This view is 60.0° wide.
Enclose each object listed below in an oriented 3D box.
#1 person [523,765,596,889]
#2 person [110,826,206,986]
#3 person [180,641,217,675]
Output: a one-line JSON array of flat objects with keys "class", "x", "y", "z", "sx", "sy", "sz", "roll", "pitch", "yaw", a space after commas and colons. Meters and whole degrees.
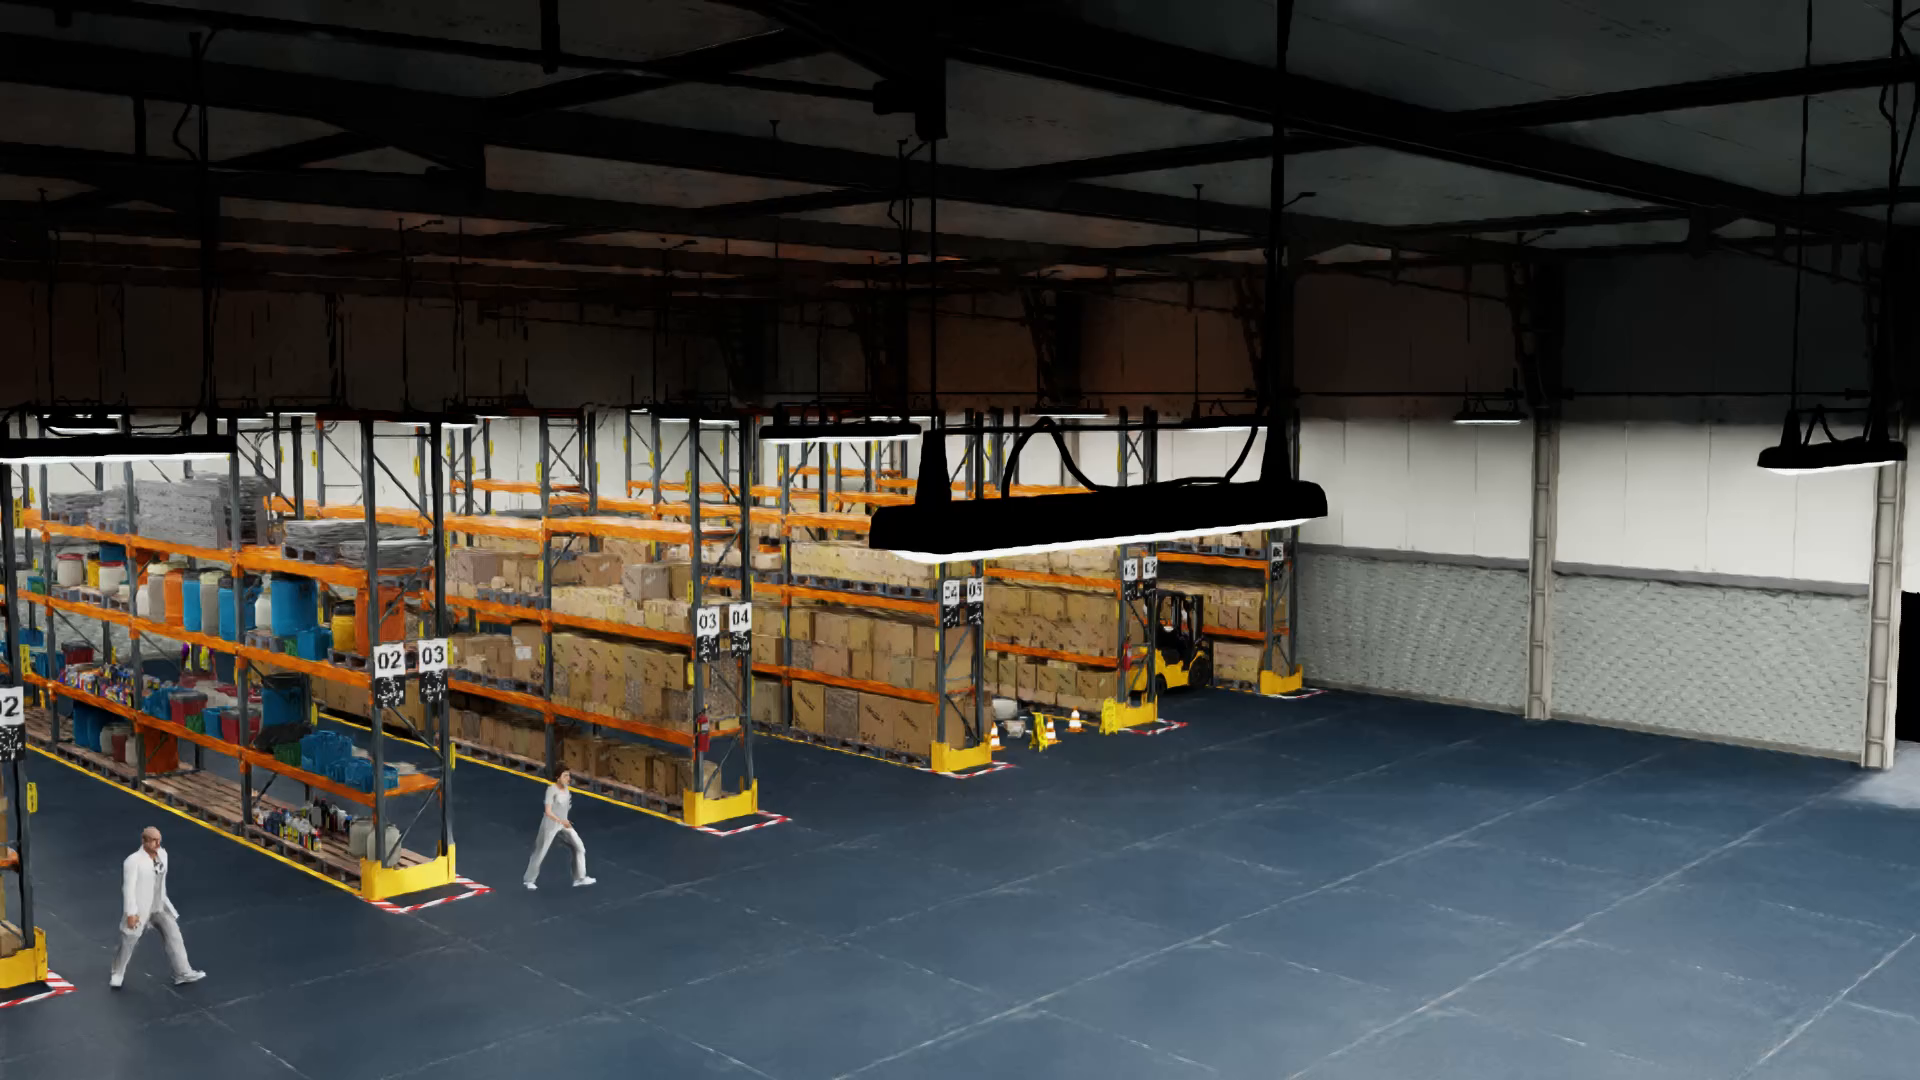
[{"class": "person", "x": -5.163, "y": 3.664, "z": 21.227, "sx": 0.814, "sy": 1.559, "sz": 0.609, "roll": 3, "pitch": 6, "yaw": 28}, {"class": "person", "x": -8.634, "y": 3.901, "z": 17.724, "sx": 1.031, "sy": 1.735, "sz": 0.635, "roll": 2, "pitch": 5, "yaw": 22}, {"class": "person", "x": -15.106, "y": 2.553, "z": 33.033, "sx": 1.043, "sy": 1.716, "sz": 0.589, "roll": 5, "pitch": 7, "yaw": 43}]
